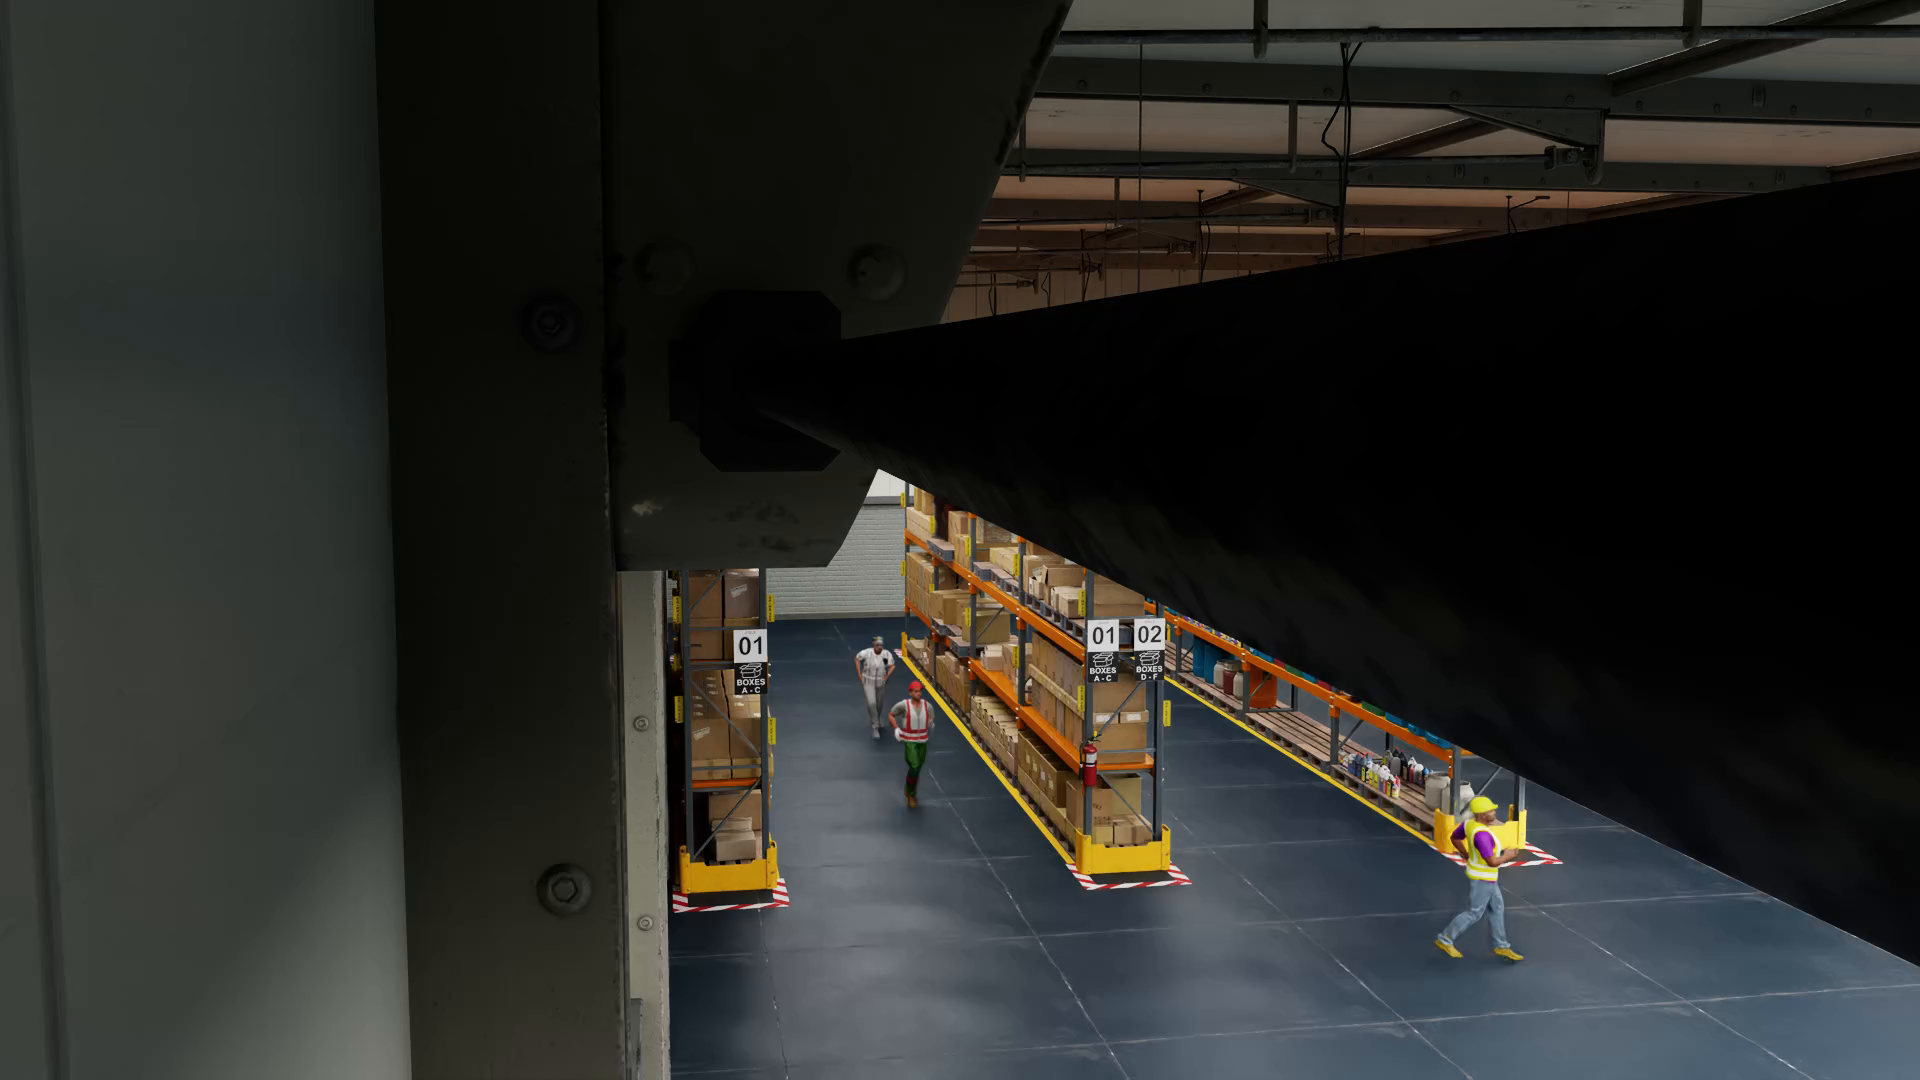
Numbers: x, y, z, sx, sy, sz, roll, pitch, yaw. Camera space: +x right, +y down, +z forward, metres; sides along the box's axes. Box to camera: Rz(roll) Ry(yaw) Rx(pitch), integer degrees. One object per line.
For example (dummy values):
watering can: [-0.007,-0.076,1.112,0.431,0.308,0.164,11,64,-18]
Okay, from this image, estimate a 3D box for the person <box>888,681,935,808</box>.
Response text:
person: [-0.648,2.953,24.105,0.632,1.830,0.754,-3,7,-28]

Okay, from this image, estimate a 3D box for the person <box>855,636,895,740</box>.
person: [-1.462,2.495,28.750,0.695,1.762,0.974,-1,6,-12]

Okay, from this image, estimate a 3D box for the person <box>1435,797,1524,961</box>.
person: [5.540,3.598,17.653,0.939,1.779,0.690,1,6,9]
